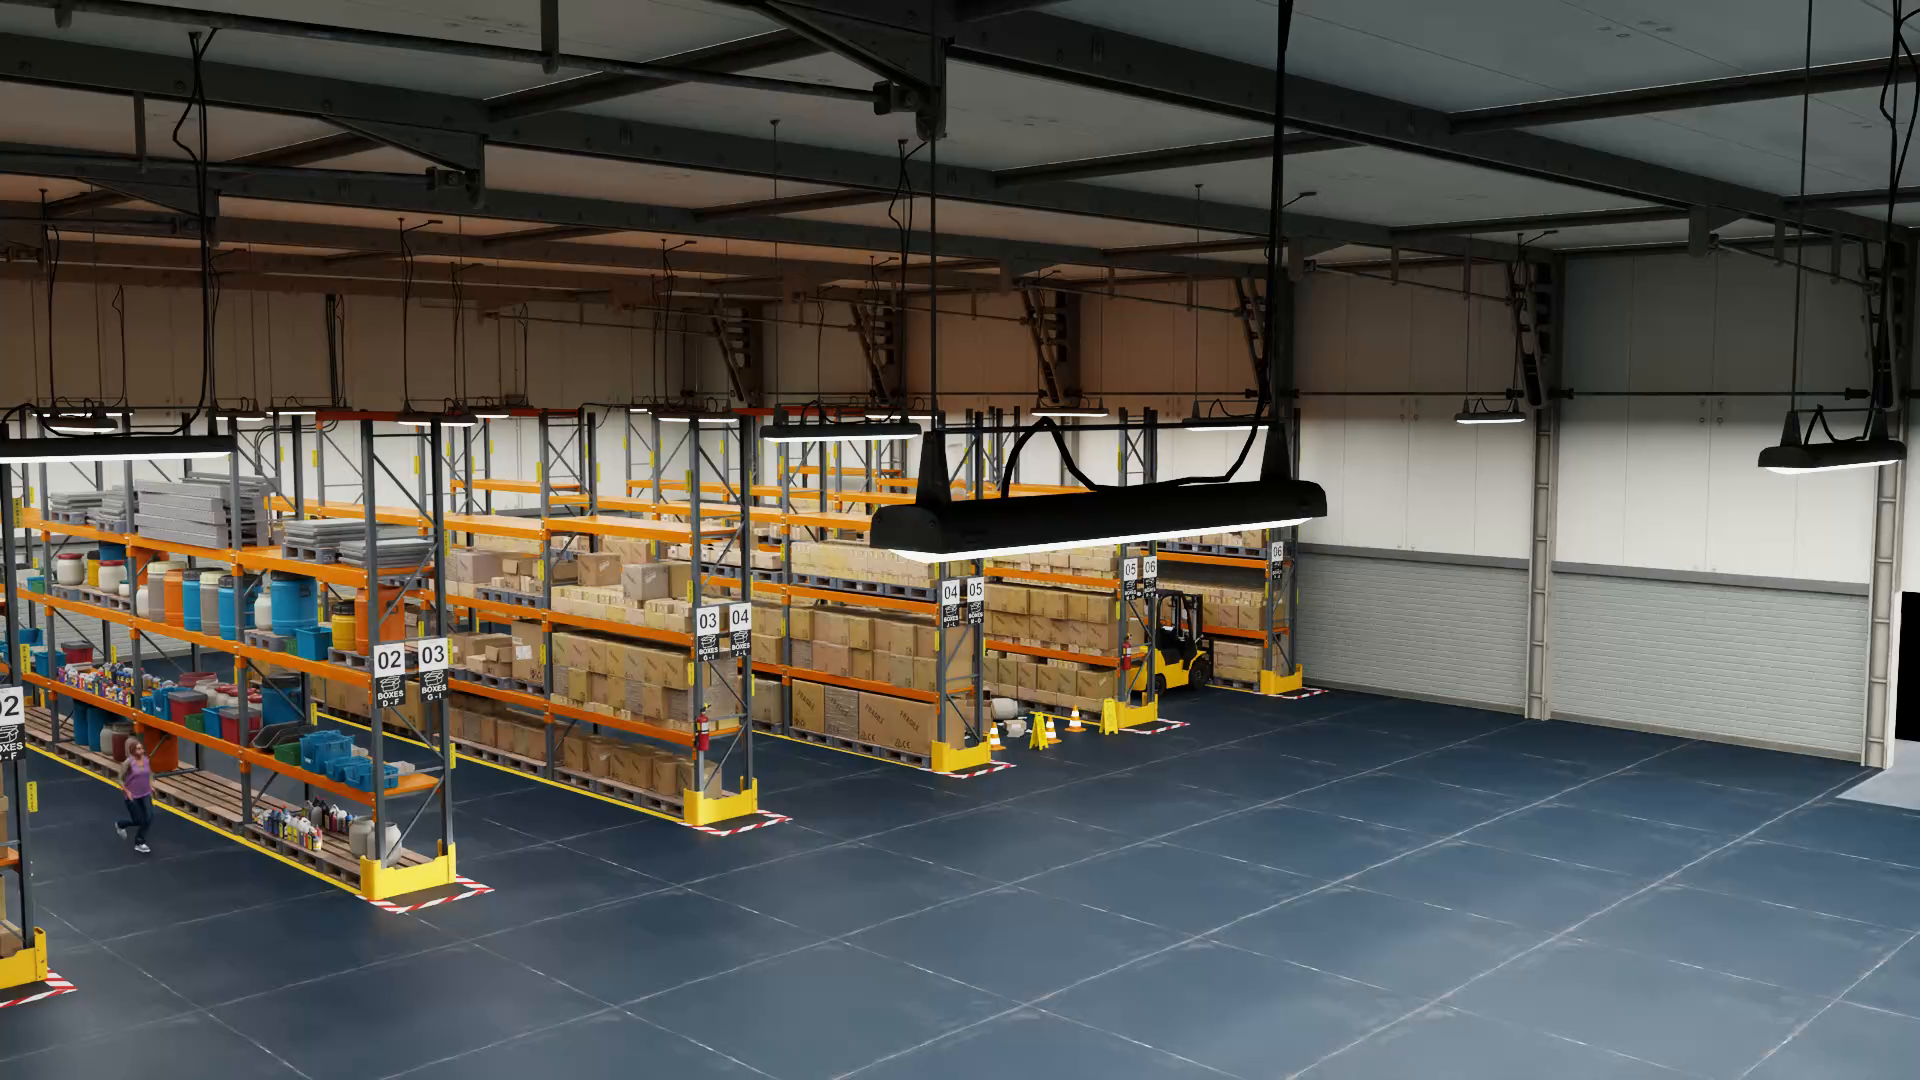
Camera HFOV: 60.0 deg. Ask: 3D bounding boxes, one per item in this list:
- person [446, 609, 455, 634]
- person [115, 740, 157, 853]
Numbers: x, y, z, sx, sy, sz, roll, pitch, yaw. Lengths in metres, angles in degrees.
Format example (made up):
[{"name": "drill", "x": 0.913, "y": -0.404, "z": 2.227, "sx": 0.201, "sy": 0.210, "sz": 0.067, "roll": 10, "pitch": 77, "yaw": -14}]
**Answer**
[{"name": "person", "x": -10.776, "y": 2.346, "z": 34.943, "sx": 0.705, "sy": 1.824, "sz": 0.632, "roll": 4, "pitch": 6, "yaw": 36}, {"name": "person", "x": -11.423, "y": 3.536, "z": 23.008, "sx": 0.598, "sy": 1.540, "sz": 0.522, "roll": 3, "pitch": 6, "yaw": 32}]
